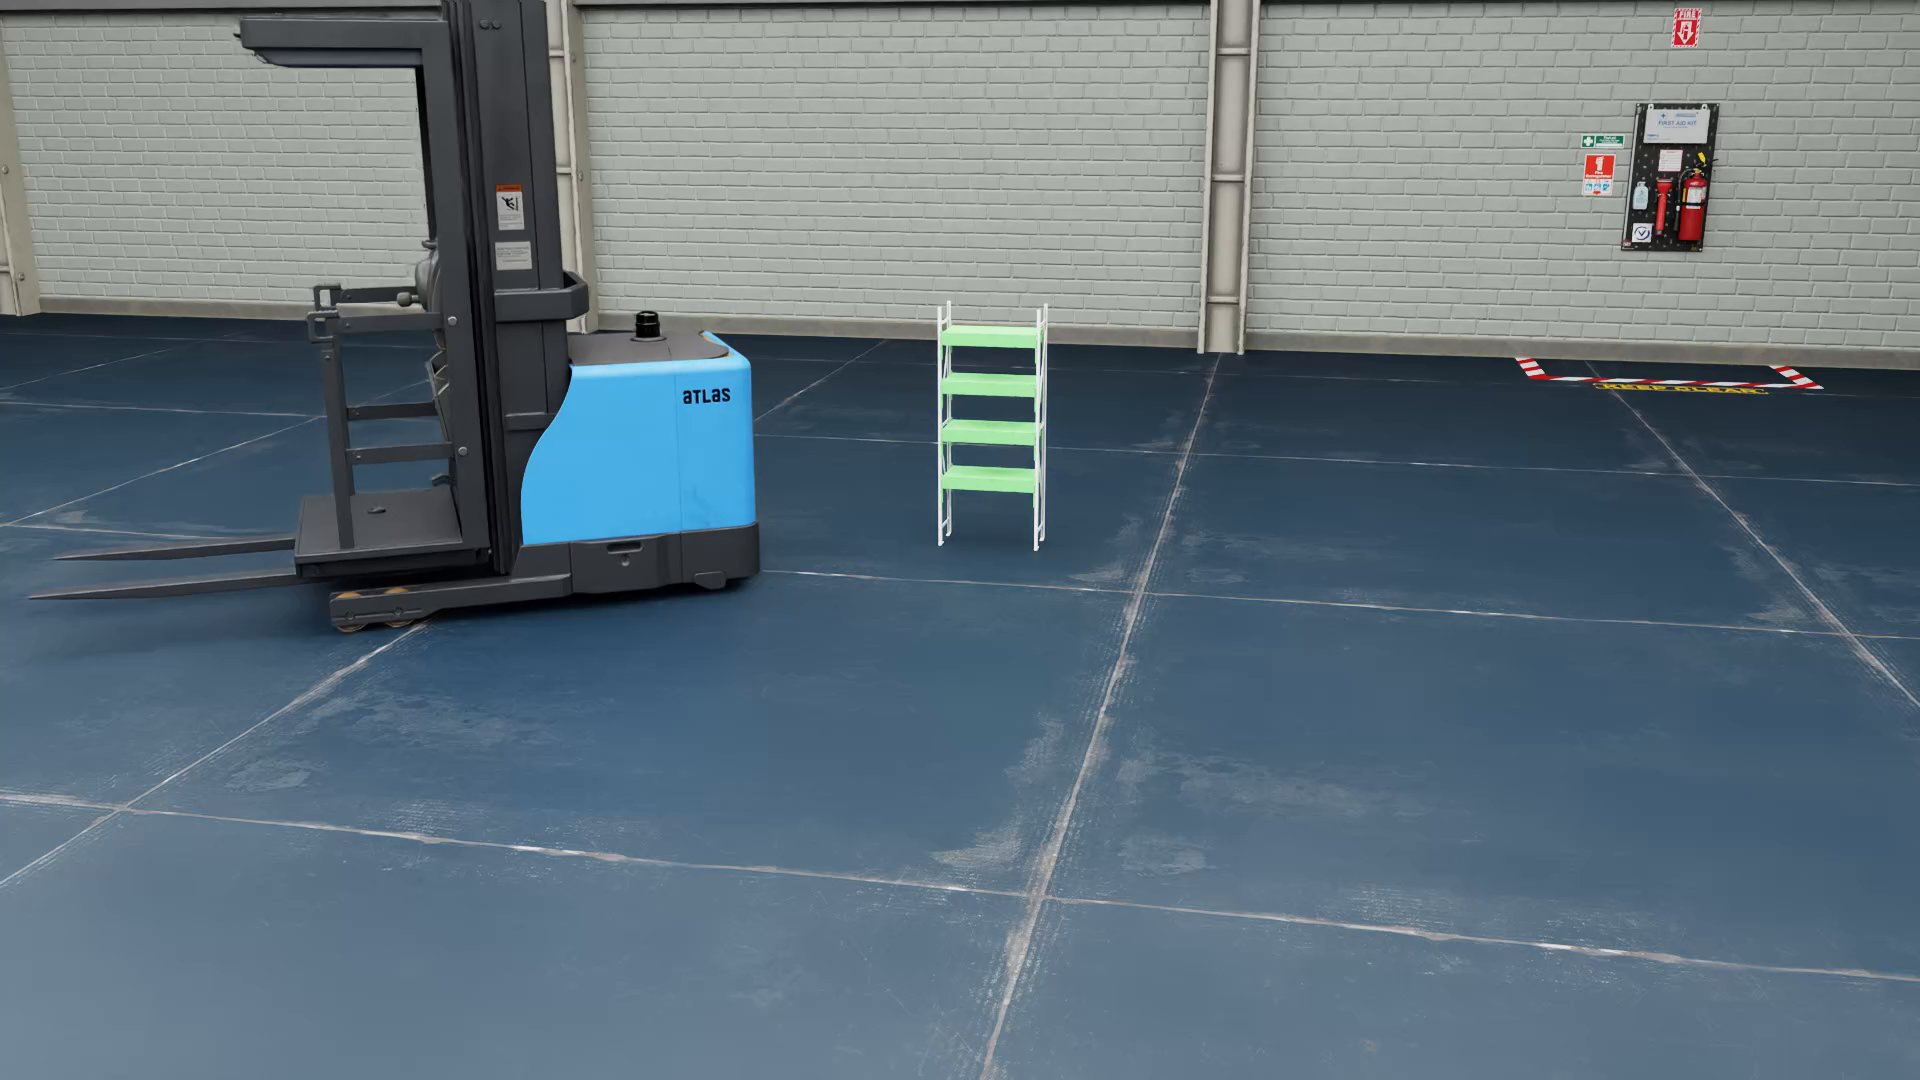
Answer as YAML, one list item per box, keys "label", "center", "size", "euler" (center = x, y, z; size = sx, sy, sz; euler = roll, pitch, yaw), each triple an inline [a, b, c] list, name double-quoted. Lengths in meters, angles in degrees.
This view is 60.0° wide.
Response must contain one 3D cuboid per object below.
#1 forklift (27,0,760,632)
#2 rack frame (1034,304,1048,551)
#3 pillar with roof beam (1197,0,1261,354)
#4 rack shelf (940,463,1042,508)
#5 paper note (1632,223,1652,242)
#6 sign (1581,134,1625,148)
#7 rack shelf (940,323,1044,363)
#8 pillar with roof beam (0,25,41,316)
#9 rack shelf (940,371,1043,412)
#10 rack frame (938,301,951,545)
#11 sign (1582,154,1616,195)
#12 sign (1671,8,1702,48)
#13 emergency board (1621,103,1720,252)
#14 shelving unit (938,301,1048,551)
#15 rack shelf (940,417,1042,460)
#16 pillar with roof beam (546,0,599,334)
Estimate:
- label: "forklift"
  center: [-2.499, -1.179, 7.259]
  size: [3.031, 2.935, 1.130]
  euler: [-5, 16, -19]
- label: "rack frame"
  center: [0.401, -0.556, 8.253]
  size: [0.015, 1.200, 0.240]
  euler: [3, 16, 11]
- label: "pillar with roof beam"
  center: [1.406, -4.848, 9.137]
  size: [0.400, 9.000, 9.100]
  euler: [3, 16, 11]
- label: "rack shelf"
  center: [0.162, -0.277, 8.381]
  size: [0.480, 0.148, 0.258]
  euler: [3, 16, 11]
- label: "paper note"
  center: [5.570, -2.508, 13.578]
  size: [0.142, 0.148, 0.016]
  euler: [3, 16, 11]
- label: "sign"
  center: [5.211, -3.232, 13.480]
  size: [0.331, 0.109, 0.001]
  euler: [3, 16, 11]
- label: "rack shelf"
  center: [0.162, -0.970, 8.189]
  size: [0.480, 0.148, 0.258]
  euler: [3, 16, 11]
- label: "pillar with roof beam"
  center: [-10.353, -5.486, 11.441]
  size: [0.400, 9.000, 9.100]
  euler: [3, 16, 11]
- label: "rack shelf"
  center: [0.162, -0.739, 8.253]
  size: [0.480, 0.148, 0.258]
  euler: [3, 16, 11]
- label: "rack frame"
  center: [-0.077, -0.582, 8.347]
  size: [0.015, 1.200, 0.240]
  euler: [3, 16, 11]
- label: "sign"
  center: [5.208, -2.979, 13.560]
  size: [0.234, 0.329, 0.001]
  euler: [3, 16, 11]
- label: "sign"
  center: [5.741, -4.049, 13.148]
  size: [0.199, 0.298, 0.001]
  euler: [3, 16, 11]
- label: "emergency board"
  center: [5.729, -2.905, 13.361]
  size: [0.643, 1.169, 0.194]
  euler: [3, 16, 11]
- label: "shelving unit"
  center: [0.162, -0.569, 8.300]
  size: [0.503, 1.200, 0.258]
  euler: [3, 16, 11]
- label: "rack shelf"
  center: [0.162, -0.508, 8.317]
  size: [0.480, 0.148, 0.258]
  euler: [3, 16, 11]
- label: "pillar with roof beam"
  center: [-4.474, -5.167, 10.289]
  size: [0.400, 9.000, 9.100]
  euler: [3, 16, 11]
